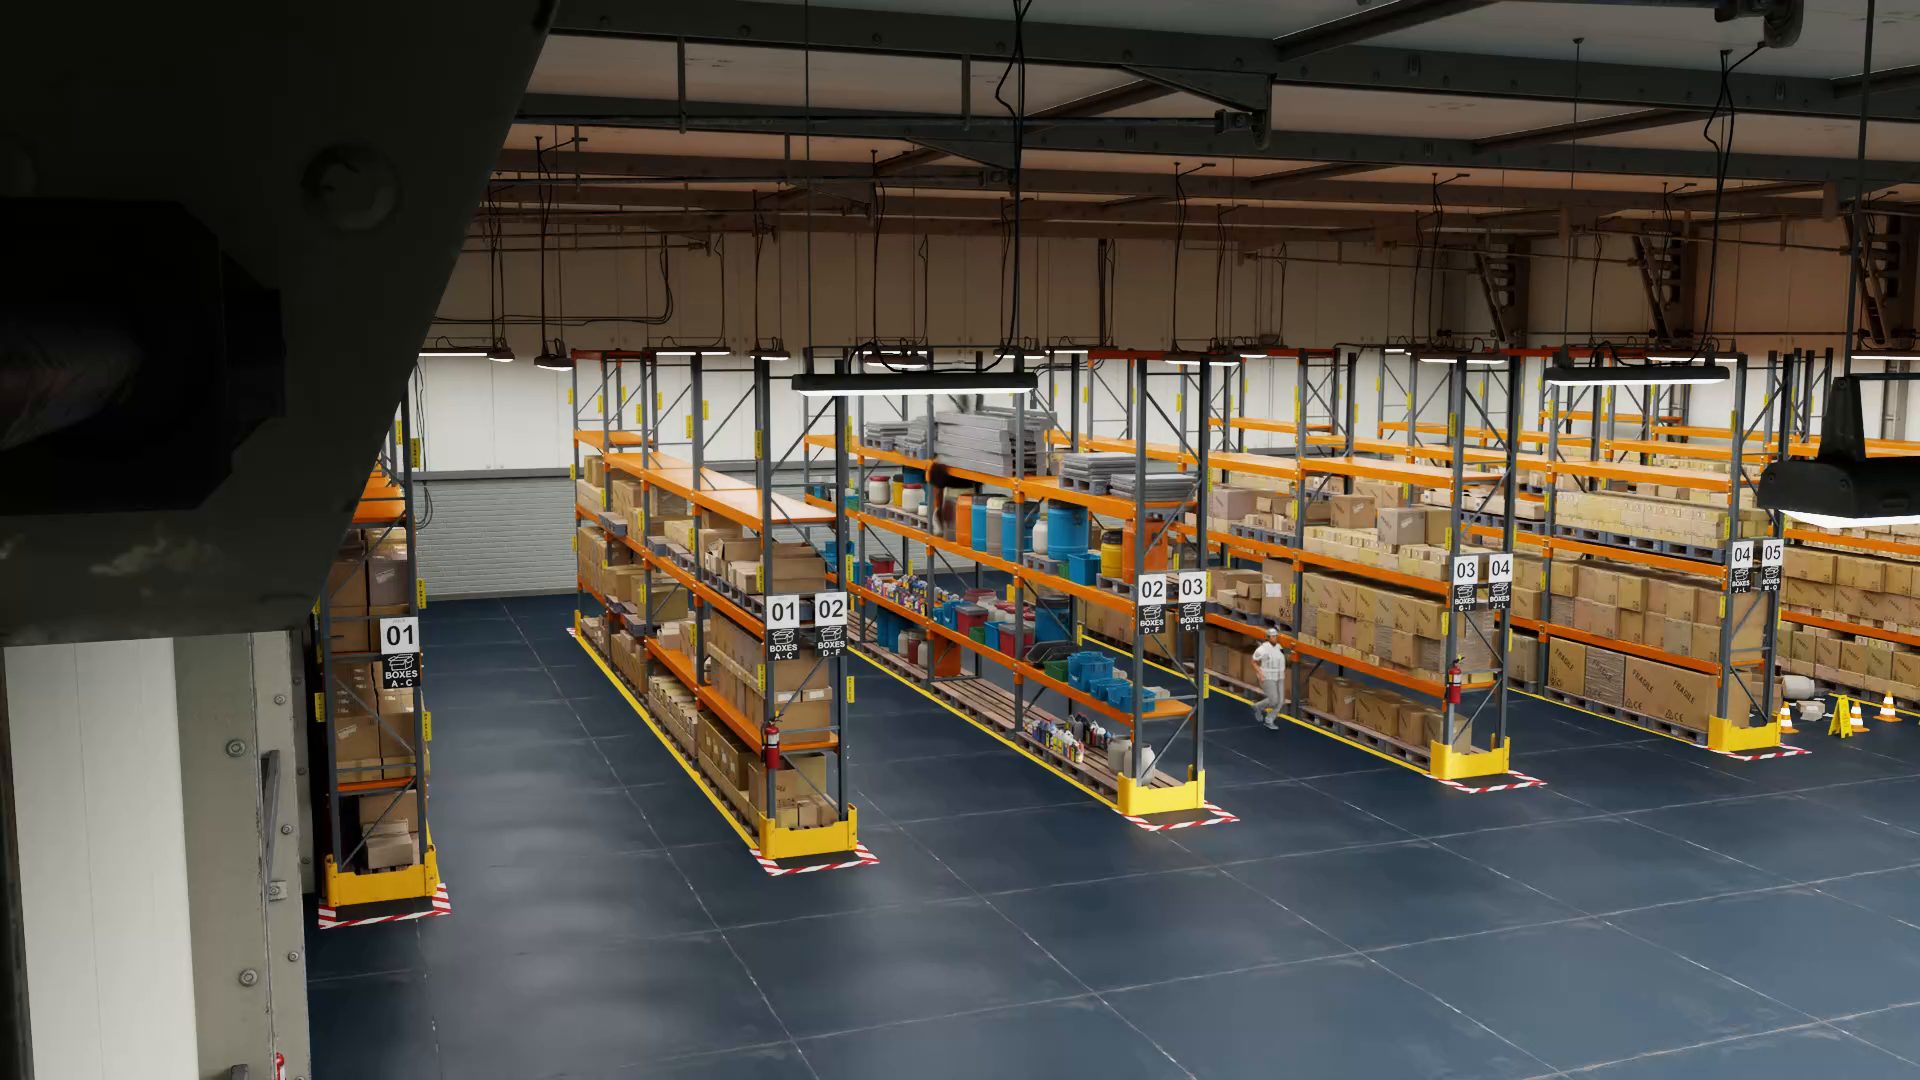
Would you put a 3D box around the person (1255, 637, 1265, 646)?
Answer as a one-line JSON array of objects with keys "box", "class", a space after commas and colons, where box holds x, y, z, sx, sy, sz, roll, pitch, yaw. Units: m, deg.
[{"box": [6.075, 1.492, 32.508, 0.565, 1.654, 0.791, -3, 8, -24], "class": "person"}]

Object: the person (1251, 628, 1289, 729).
[{"box": [4.979, 2.215, 26.500, 0.607, 1.622, 0.550, -4, 8, -30], "class": "person"}]
